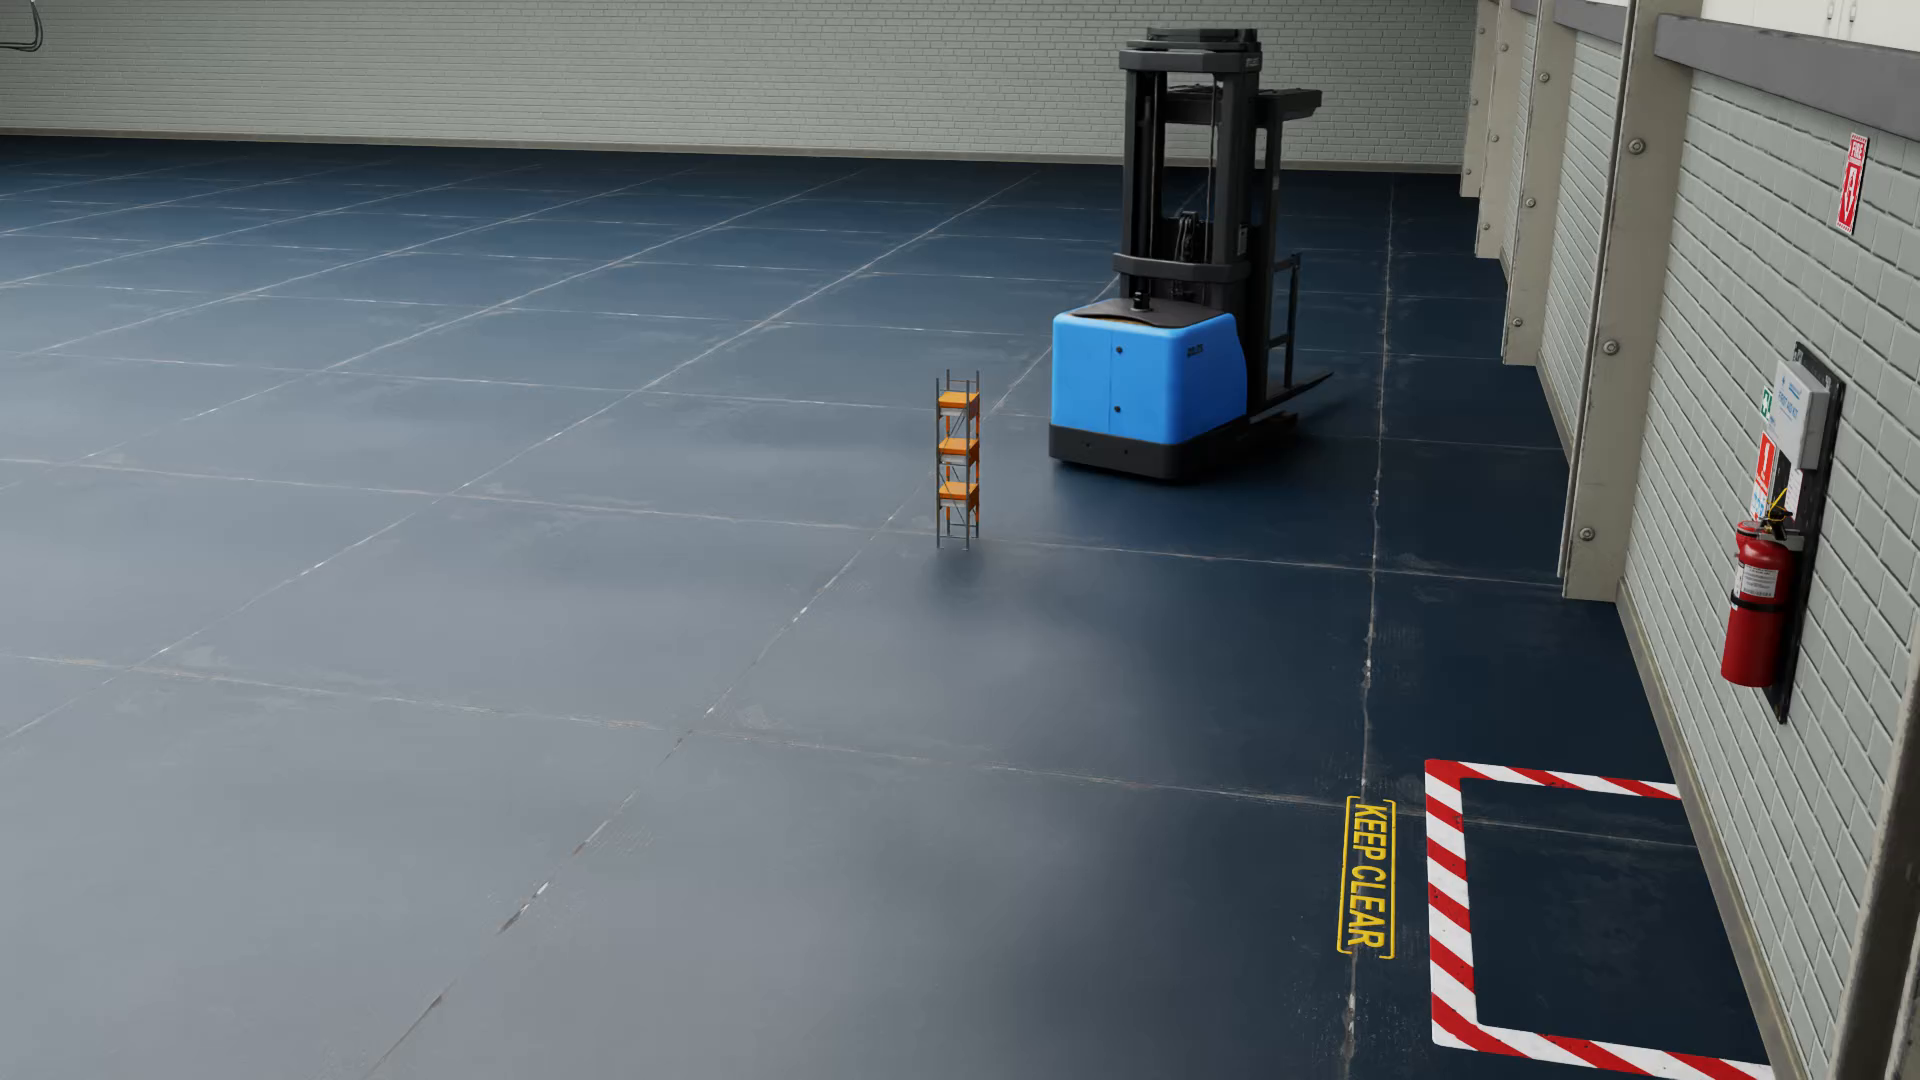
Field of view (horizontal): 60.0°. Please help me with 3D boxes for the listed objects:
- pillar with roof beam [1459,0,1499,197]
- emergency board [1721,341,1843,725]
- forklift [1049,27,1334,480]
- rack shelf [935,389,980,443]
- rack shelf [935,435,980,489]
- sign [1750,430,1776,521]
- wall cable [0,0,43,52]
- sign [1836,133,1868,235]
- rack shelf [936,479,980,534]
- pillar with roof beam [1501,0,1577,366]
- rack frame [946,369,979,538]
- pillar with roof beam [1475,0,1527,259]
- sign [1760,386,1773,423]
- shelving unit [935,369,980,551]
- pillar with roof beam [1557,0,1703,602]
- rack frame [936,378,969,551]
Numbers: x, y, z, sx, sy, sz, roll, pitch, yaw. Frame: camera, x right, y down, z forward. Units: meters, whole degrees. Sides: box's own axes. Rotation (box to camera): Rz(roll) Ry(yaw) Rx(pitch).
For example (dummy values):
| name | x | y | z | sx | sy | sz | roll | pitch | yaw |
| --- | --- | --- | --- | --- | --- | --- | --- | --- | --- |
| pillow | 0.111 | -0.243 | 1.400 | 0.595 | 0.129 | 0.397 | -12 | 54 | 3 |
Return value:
| name | x | y | z | sx | sy | sz | roll | pitch | yaw |
| --- | --- | --- | --- | --- | --- | --- | --- | --- | --- |
| pillar with roof beam | 3.776 | -9.969 | 25.453 | 9.100 | 9.000 | 0.400 | 5 | 19 | 13 |
| emergency board | 2.728 | -0.039 | 5.662 | 0.194 | 1.169 | 0.643 | 5 | 19 | 13 |
| forklift | 1.887 | -2.208 | 12.117 | 1.130 | 2.935 | 3.031 | 13 | 23 | 33 |
| rack shelf | -0.013 | -0.739 | 9.880 | 0.215 | 0.259 | 0.240 | 5 | 19 | 13 |
| rack shelf | -0.013 | -0.470 | 9.972 | 0.215 | 0.259 | 0.240 | 5 | 19 | 13 |
| sign | 2.963 | -0.221 | 6.140 | 0.001 | 0.329 | 0.234 | 5 | 19 | 13 |
| wall cable | -20.592 | -11.466 | 34.640 | 3.097 | 2.526 | 0.112 | 5 | 19 | 13 |
| sign | 2.826 | -1.131 | 5.272 | 0.001 | 0.298 | 0.199 | 5 | 19 | 13 |
| rack shelf | -0.013 | -0.207 | 10.062 | 0.215 | 0.259 | 0.240 | 5 | 19 | 13 |
| pillar with roof beam | 0.844 | -6.208 | 14.441 | 9.100 | 9.000 | 0.400 | 5 | 19 | 13 |
| rack frame | 0.017 | -0.518 | 10.081 | 0.200 | 1.050 | 0.008 | 5 | 19 | 13 |
| pillar with roof beam | 2.310 | -8.089 | 19.947 | 9.100 | 9.000 | 0.400 | 5 | 19 | 13 |
| sign | 2.953 | -0.472 | 6.052 | 0.001 | 0.109 | 0.331 | 5 | 19 | 13 |
| shelving unit | -0.013 | -0.480 | 9.969 | 0.215 | 1.050 | 0.252 | 5 | 19 | 13 |
| pillar with roof beam | -0.622 | -4.327 | 8.935 | 9.100 | 9.000 | 0.400 | 5 | 19 | 13 |
| rack frame | -0.043 | -0.442 | 9.857 | 0.200 | 1.050 | 0.008 | 5 | 19 | 13 |
